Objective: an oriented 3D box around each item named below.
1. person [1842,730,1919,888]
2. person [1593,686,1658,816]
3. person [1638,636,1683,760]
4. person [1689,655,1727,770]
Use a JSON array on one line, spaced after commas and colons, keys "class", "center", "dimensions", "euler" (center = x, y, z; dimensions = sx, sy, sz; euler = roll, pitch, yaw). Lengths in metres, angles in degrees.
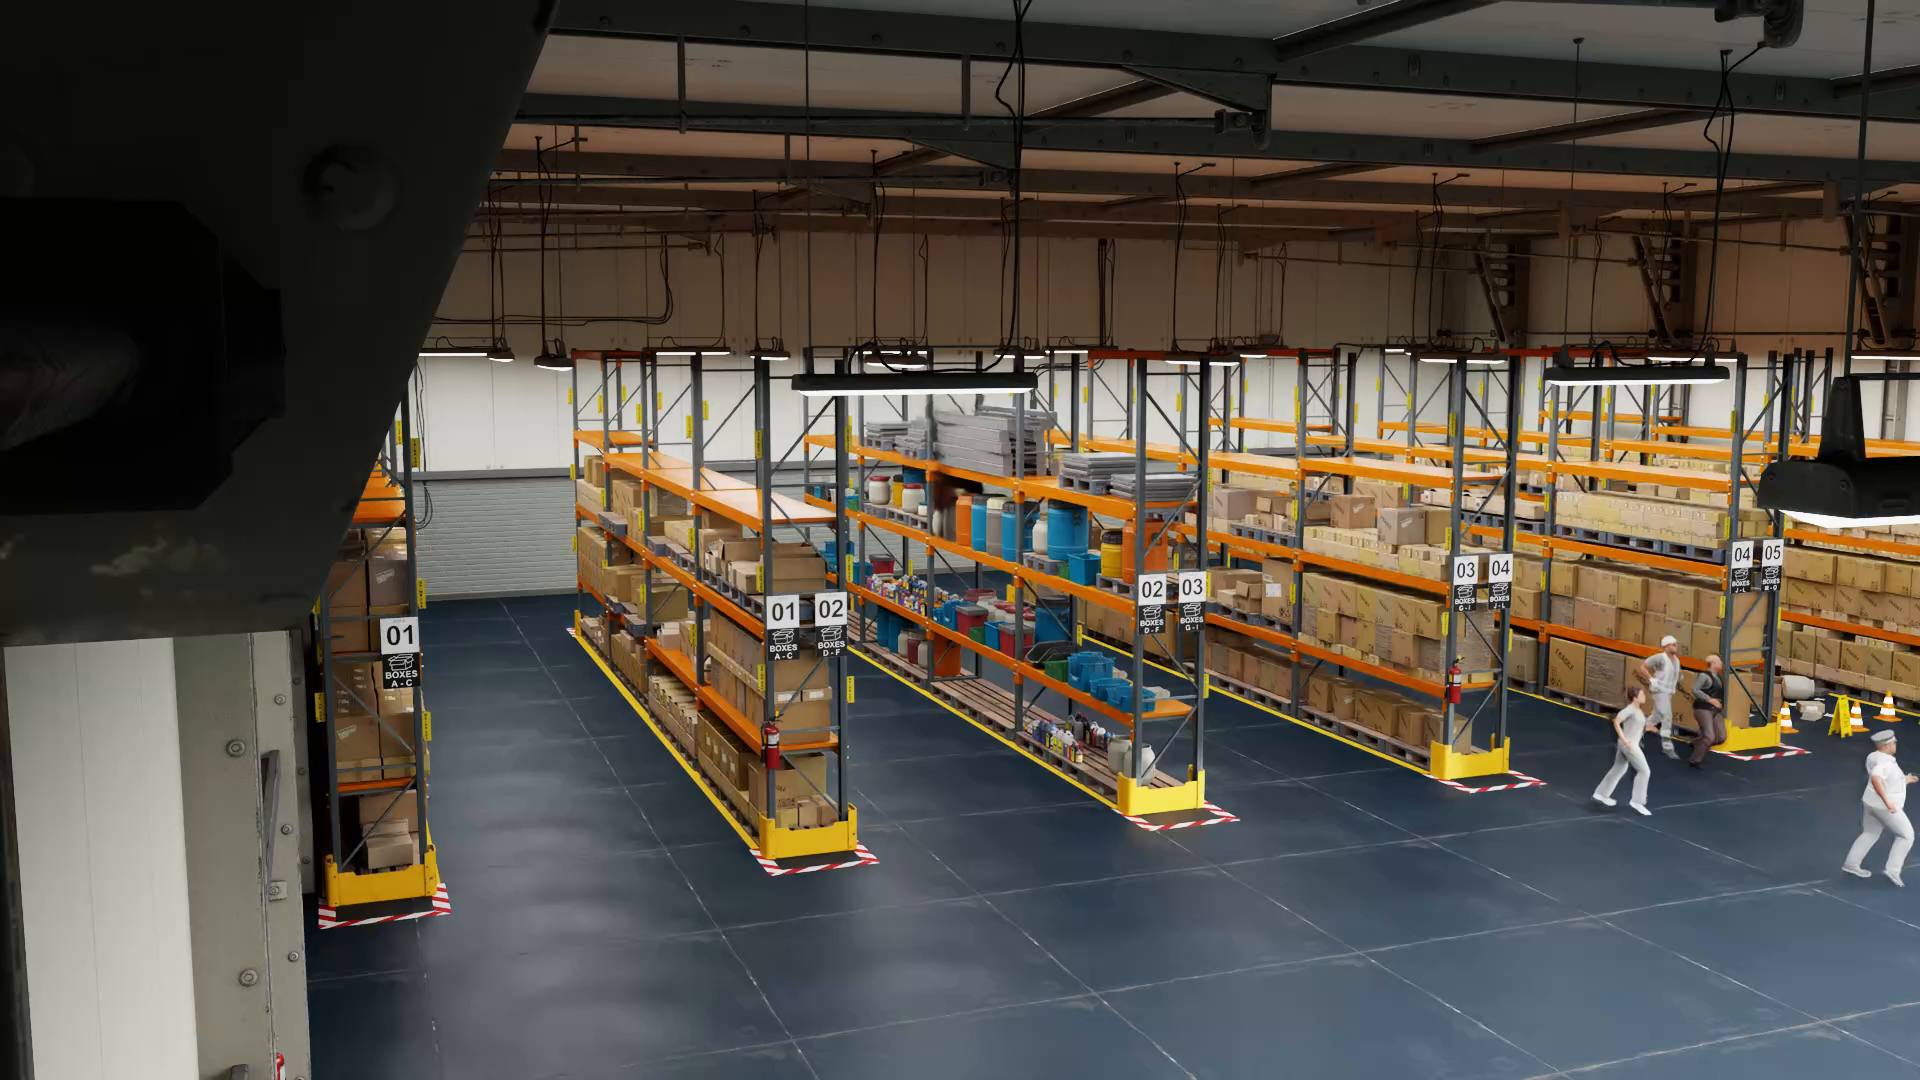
[{"class": "person", "center": [10.625, 3.093, 19.131], "dimensions": [0.768, 1.850, 0.631], "euler": [0, 7, -1]}, {"class": "person", "center": [8.836, 2.767, 22.067], "dimensions": [0.768, 1.718, 0.561], "euler": [2, 8, 19]}, {"class": "person", "center": [10.645, 2.333, 25.168], "dimensions": [0.674, 1.802, 0.890], "euler": [-5, 9, -37]}, {"class": "person", "center": [10.978, 2.510, 24.351], "dimensions": [0.663, 1.629, 0.559], "euler": [-5, 9, -35]}]
